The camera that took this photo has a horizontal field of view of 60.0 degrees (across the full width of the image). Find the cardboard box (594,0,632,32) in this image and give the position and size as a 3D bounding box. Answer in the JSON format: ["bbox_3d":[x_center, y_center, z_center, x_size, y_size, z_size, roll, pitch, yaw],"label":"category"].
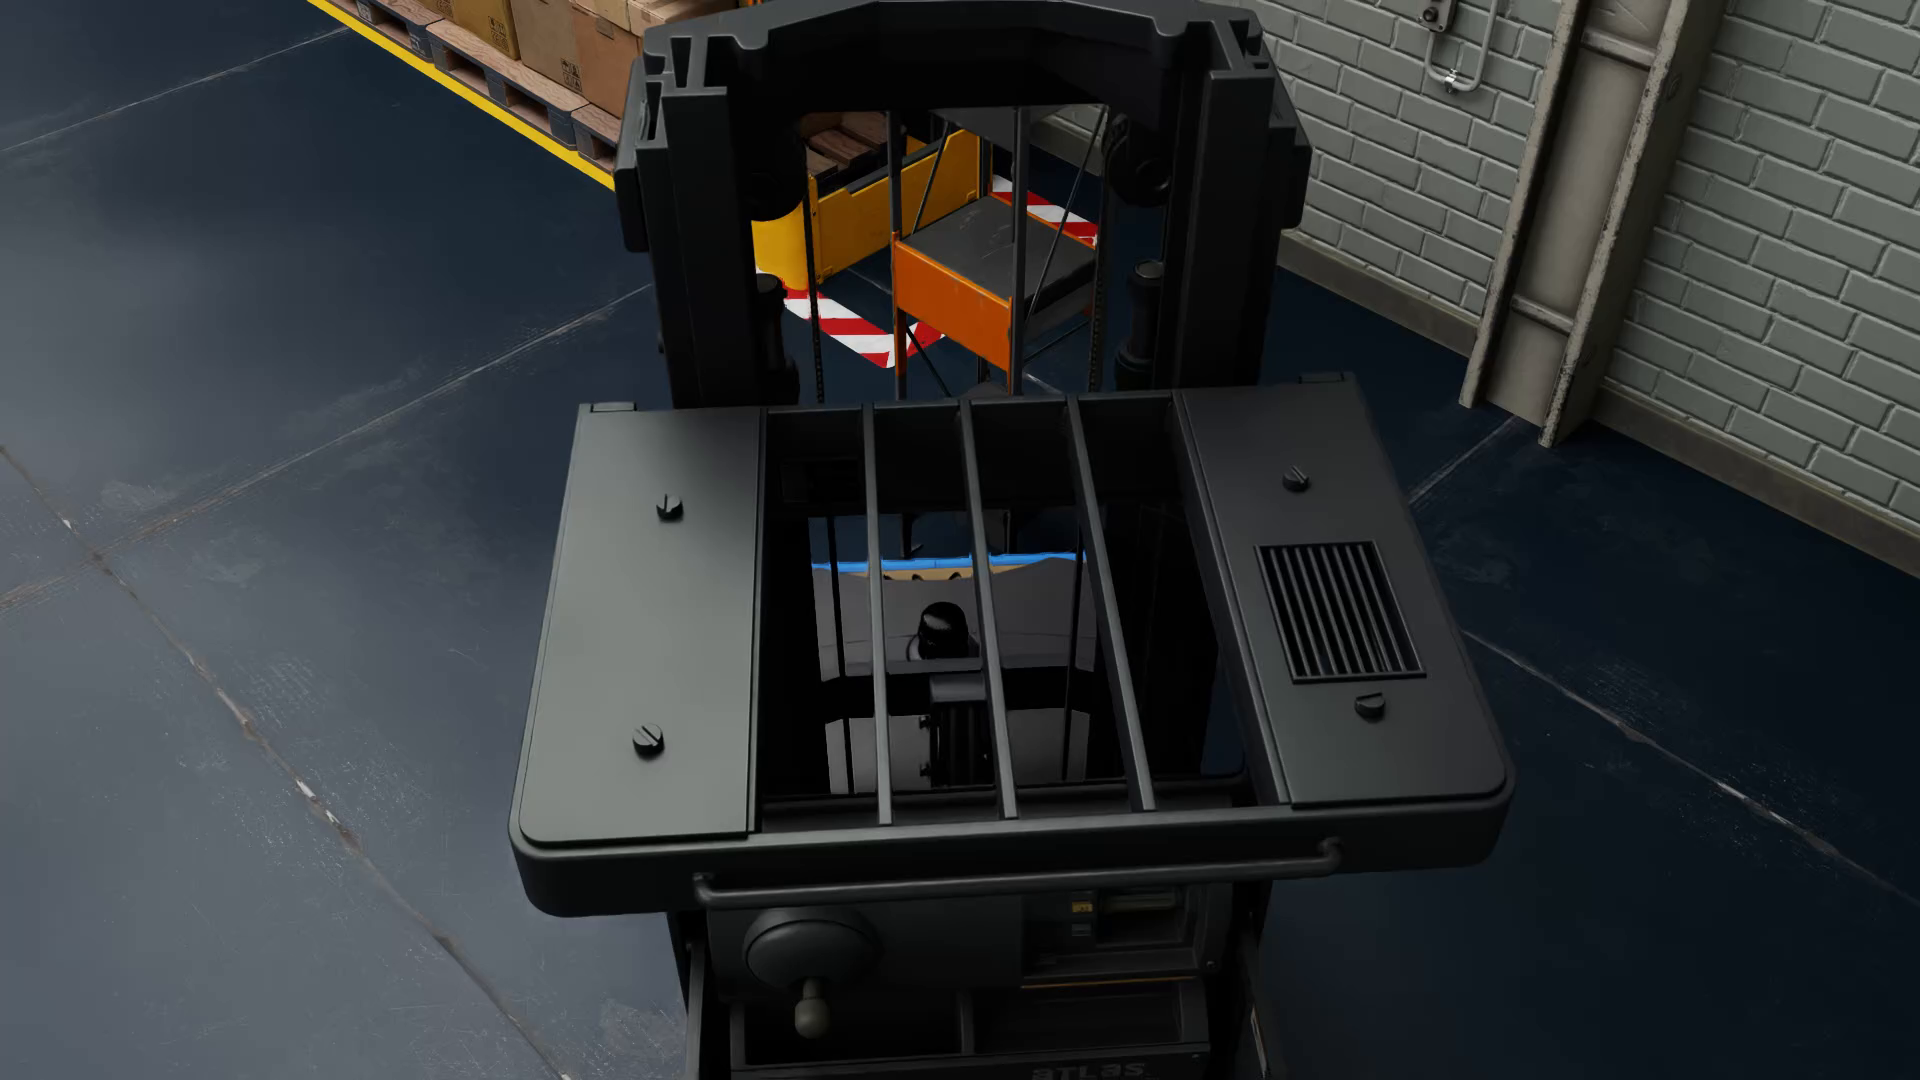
[{"bbox_3d":[-1.346,-2.346,7.133,0.380,0.149,0.250,-33,52,-30],"label":"cardboard box"}]

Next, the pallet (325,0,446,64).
[{"bbox_3d":[-2.723,-2.981,8.821,1.003,0.211,1.213,-34,53,-31],"label":"pallet"}]

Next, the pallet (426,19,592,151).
[{"bbox_3d":[-1.858,-2.395,8.186,1.003,0.211,1.213,-34,53,-31],"label":"pallet"}]

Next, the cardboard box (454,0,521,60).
[{"bbox_3d":[-2.036,-2.745,8.043,0.700,0.500,0.500,-33,52,-30],"label":"cardboard box"}]

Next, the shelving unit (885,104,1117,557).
[{"bbox_3d":[0.117,-0.692,4.951,0.431,2.100,0.503,-34,53,-31],"label":"shelving unit"}]

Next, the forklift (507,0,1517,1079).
[{"bbox_3d":[0.036,0.748,2.780,1.130,2.935,3.031,-3,43,-3],"label":"forklift"}]

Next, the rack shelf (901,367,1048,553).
[{"bbox_3d":[0.117,-0.168,5.436,0.431,0.518,0.480,-34,53,-31],"label":"rack shelf"}]

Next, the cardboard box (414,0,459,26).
[{"bbox_3d":[-2.397,-2.993,8.311,0.500,0.500,0.700,34,52,31],"label":"cardboard box"}]

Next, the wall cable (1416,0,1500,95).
[{"bbox_3d":[1.194,-2.697,5.710,0.084,1.984,1.851,-34,53,-31],"label":"wall cable"}]

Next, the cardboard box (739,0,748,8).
[{"bbox_3d":[-0.716,-2.285,7.067,0.380,0.149,0.250,-34,52,-31],"label":"cardboard box"}]

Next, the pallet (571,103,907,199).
[{"bbox_3d":[-1.000,-1.809,7.552,1.003,0.211,1.213,-34,53,-31],"label":"pallet"}]

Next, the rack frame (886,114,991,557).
[{"bbox_3d":[-0.055,-0.809,5.078,0.400,2.100,0.015,-34,53,-31],"label":"rack frame"}]

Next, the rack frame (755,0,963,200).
[{"bbox_3d":[-0.380,-2.486,6.230,1.000,3.000,0.127,-34,53,-31],"label":"rack frame"}]

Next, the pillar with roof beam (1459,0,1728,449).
[{"bbox_3d":[-0.909,-1.743,1.006,9.100,9.000,0.400,-34,53,-31],"label":"pillar with roof beam"}]

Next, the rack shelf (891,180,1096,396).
[{"bbox_3d":[0.117,-0.682,4.961,0.431,0.518,0.480,-34,53,-31],"label":"rack shelf"}]

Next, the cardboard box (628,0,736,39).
[{"bbox_3d":[-1.165,-2.223,7.000,0.250,0.149,0.380,34,52,31],"label":"cardboard box"}]

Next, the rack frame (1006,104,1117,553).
[{"bbox_3d":[0.289,-0.574,4.824,0.400,2.100,0.015,-34,53,-31],"label":"rack frame"}]

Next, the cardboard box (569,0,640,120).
[{"bbox_3d":[-1.299,-2.251,7.508,0.500,0.500,0.700,34,53,31],"label":"cardboard box"}]

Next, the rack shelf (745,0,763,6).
[{"bbox_3d":[-1.793,-3.183,7.514,1.077,0.370,4.000,-34,53,-31],"label":"rack shelf"}]

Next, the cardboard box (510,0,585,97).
[{"bbox_3d":[-1.654,-2.493,7.770,0.500,0.500,0.700,32,52,30],"label":"cardboard box"}]

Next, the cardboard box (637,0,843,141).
[{"bbox_3d":[-0.945,-2.011,7.248,0.700,0.500,0.500,-34,53,-31],"label":"cardboard box"}]

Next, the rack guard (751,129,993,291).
[{"bbox_3d":[-0.363,-1.557,7.066,1.175,0.500,0.348,-34,53,-31],"label":"rack guard"}]

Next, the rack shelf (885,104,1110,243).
[{"bbox_3d":[0.117,-1.196,4.486,0.431,0.518,0.480,-34,53,-31],"label":"rack shelf"}]
